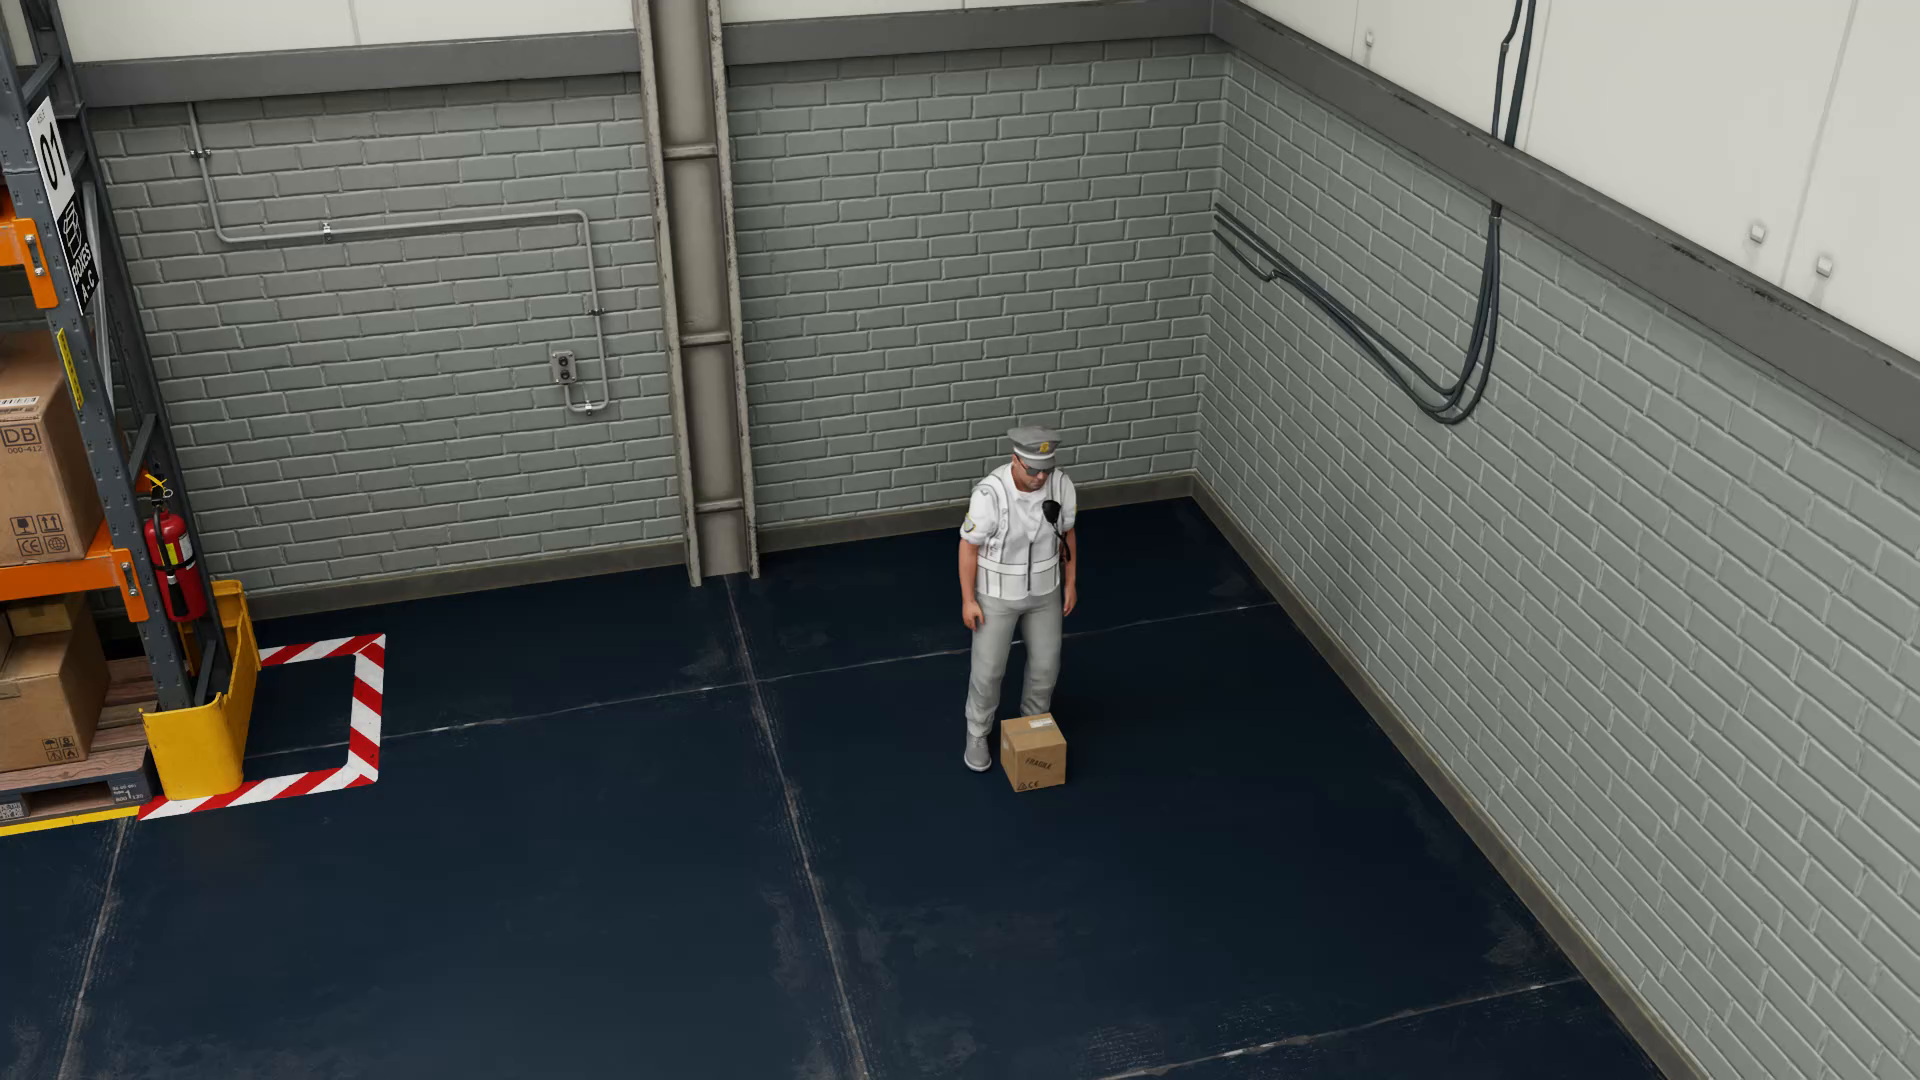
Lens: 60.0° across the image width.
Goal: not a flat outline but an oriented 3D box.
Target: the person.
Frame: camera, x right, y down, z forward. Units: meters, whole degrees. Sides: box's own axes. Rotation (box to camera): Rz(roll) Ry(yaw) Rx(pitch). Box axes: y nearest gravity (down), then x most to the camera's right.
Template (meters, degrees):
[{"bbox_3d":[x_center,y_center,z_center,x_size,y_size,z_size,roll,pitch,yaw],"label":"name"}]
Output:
[{"bbox_3d":[0.272,0.237,7.825,0.596,1.747,0.444,-10,31,-16],"label":"person"}]
